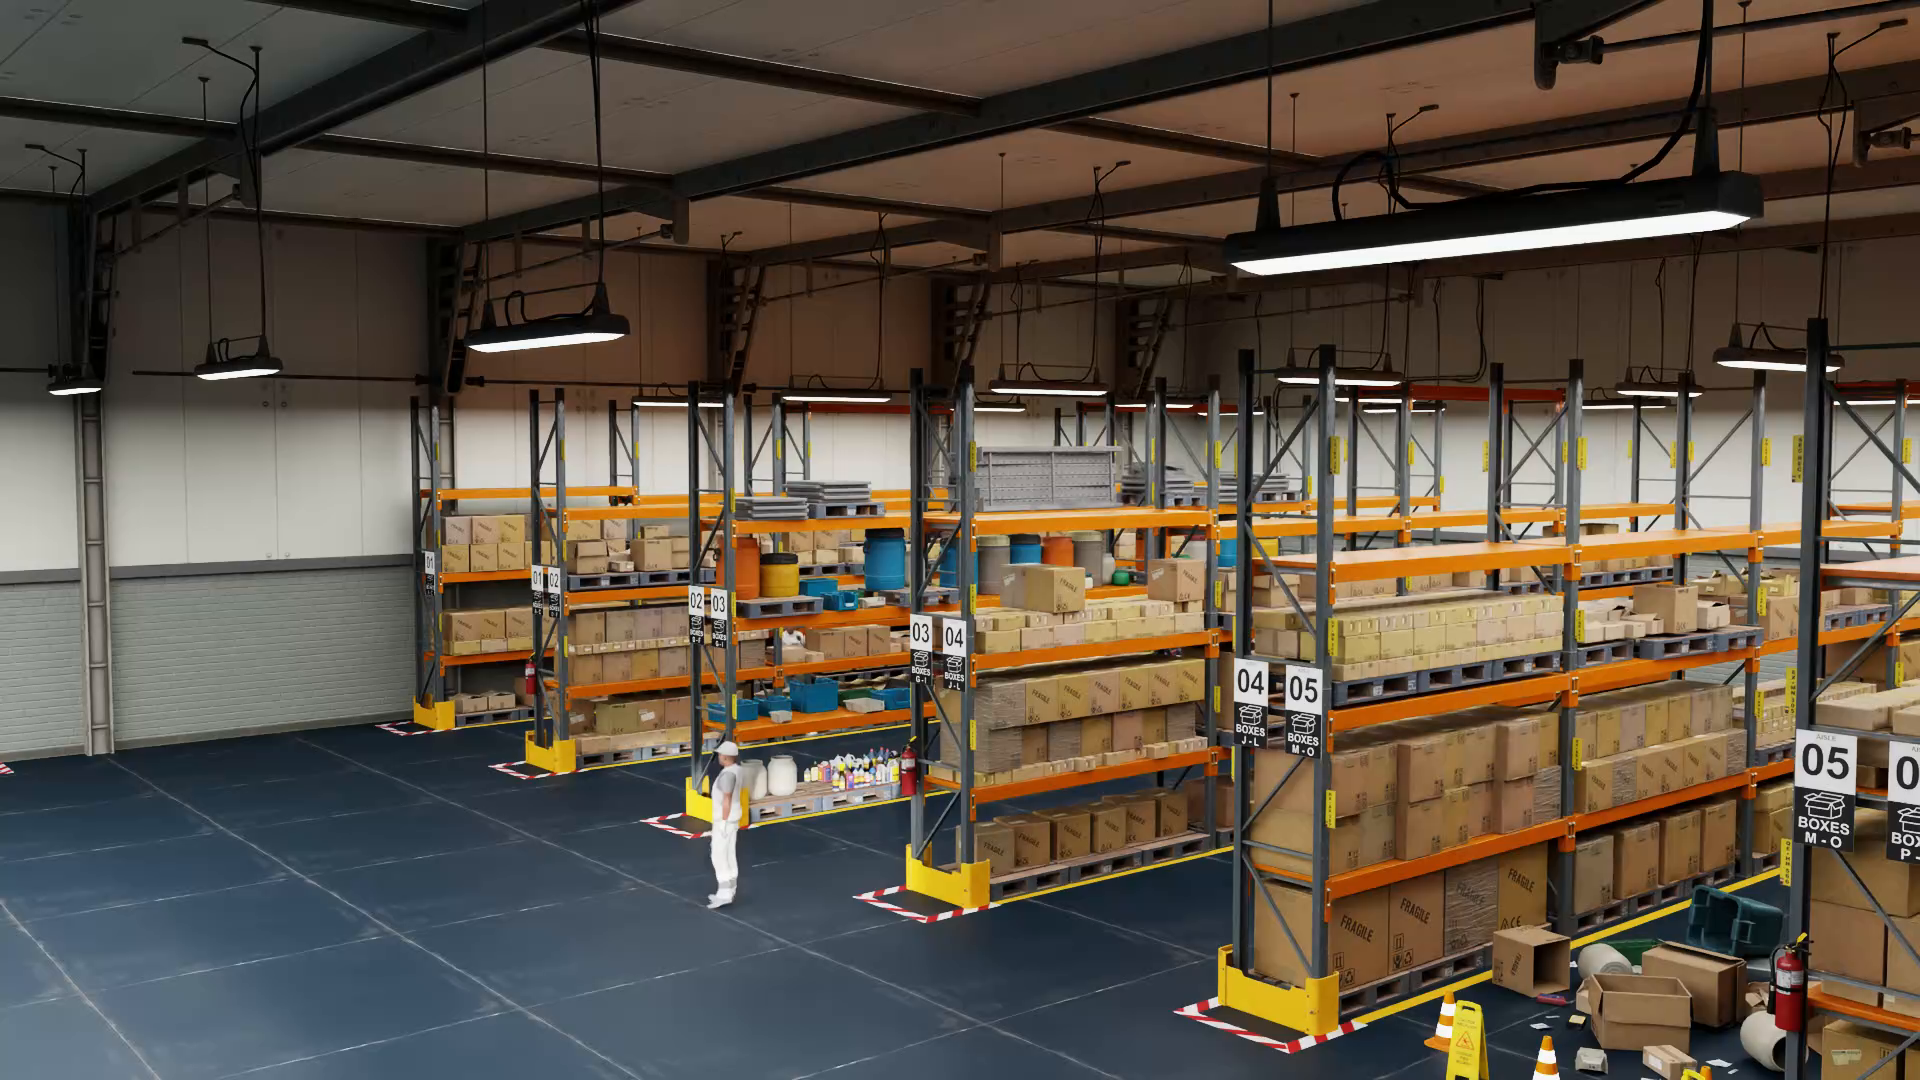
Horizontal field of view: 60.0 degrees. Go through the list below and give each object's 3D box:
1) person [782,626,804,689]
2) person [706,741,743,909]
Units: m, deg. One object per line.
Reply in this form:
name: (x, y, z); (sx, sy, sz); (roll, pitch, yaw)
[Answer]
person: (-3.254, 2.384, 32.216); (0.652, 1.776, 0.401); (-1, 4, -20)
person: (-2.649, 3.179, 18.648); (0.376, 1.834, 0.595); (0, 3, 6)
